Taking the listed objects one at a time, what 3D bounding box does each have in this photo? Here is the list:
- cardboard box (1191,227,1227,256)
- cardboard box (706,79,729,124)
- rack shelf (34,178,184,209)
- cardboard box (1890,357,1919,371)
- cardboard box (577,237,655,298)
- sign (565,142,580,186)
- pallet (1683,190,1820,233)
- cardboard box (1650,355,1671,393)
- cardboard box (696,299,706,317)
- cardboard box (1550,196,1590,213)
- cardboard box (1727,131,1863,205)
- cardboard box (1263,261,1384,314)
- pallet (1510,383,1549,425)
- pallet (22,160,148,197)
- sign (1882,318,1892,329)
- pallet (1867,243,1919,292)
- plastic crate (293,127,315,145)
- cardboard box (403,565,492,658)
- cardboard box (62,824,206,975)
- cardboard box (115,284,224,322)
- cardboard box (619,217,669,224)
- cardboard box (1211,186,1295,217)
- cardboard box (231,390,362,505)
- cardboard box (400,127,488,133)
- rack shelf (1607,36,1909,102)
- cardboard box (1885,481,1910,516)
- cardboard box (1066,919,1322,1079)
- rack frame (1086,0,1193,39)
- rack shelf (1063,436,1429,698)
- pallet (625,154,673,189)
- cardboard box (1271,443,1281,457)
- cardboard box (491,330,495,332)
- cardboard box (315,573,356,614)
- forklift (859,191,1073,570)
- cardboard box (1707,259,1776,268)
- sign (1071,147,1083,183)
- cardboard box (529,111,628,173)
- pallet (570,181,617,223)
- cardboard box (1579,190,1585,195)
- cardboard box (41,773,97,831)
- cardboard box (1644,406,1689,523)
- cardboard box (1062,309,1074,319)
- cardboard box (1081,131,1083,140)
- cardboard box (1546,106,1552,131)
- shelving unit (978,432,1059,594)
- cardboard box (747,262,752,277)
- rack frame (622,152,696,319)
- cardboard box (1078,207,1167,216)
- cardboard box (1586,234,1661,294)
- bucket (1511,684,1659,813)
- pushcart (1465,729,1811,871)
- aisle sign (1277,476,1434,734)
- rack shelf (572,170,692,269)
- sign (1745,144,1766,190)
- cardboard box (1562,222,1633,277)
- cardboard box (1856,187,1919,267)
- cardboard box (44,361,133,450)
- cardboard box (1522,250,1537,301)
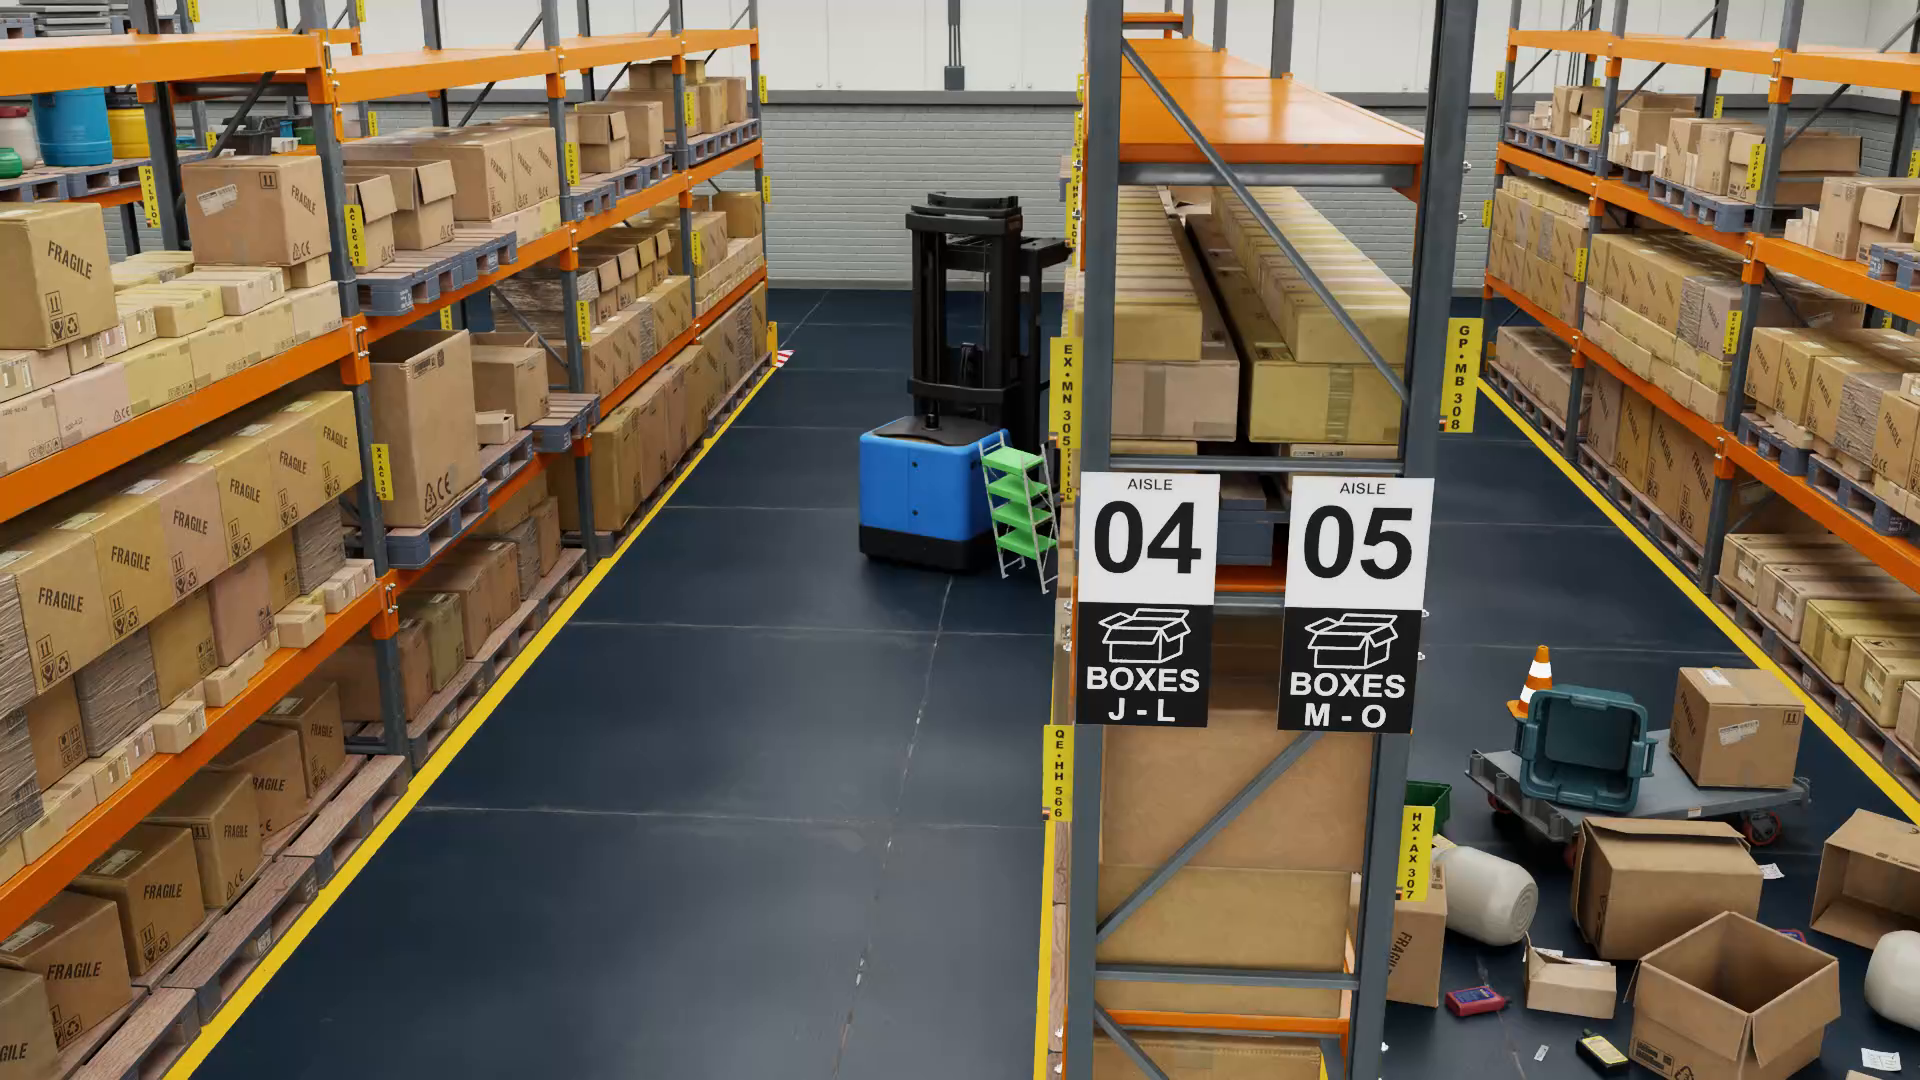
[{"bbox_3d":[1.319,-1.265,7.578,0.500,0.250,0.500,1,18,4],"label":"cardboard box"},{"bbox_3d":[-3.089,-5.093,19.335,0.700,0.500,0.500,1,18,2],"label":"cardboard box"},{"bbox_3d":[-8.315,-3.038,15.216,1.077,0.370,4.000,1,18,4],"label":"rack shelf"},{"bbox_3d":[6.550,-0.925,11.116,0.500,0.500,0.500,0,18,0],"label":"cardboard box"},{"bbox_3d":[-3.330,-2.578,15.702,0.797,0.503,0.637,1,18,5],"label":"cardboard box"},{"bbox_3d":[-2.977,-2.881,12.751,0.100,0.325,0.005,1,18,4],"label":"sign"},{"bbox_3d":[6.359,-2.538,12.839,1.213,0.211,1.003,2,18,6],"label":"pallet"},{"bbox_3d":[6.216,-1.408,14.144,0.500,0.250,0.500,1,18,3],"label":"cardboard box"},{"bbox_3d":[-2.879,-2.430,17.426,0.380,0.149,0.250,1,18,4],"label":"cardboard box"},{"bbox_3d":[6.512,-3.573,17.703,0.380,0.149,0.250,1,18,3],"label":"cardboard box"},{"bbox_3d":[6.242,-2.796,12.482,0.797,0.503,0.637,0,18,1],"label":"cardboard box"},{"bbox_3d":[1.245,-0.861,5.703,0.380,0.149,0.250,1,18,4],"label":"cardboard box"},{"bbox_3d":[6.870,-1.533,18.763,1.003,0.211,1.213,1,18,4],"label":"pallet"},{"bbox_3d":[-8.209,-3.313,15.204,1.003,0.211,1.213,1,18,4],"label":"pallet"},{"bbox_3d":[6.908,-1.505,12.467,0.100,0.325,0.005,1,18,4],"label":"sign"},{"bbox_3d":[6.301,-1.607,9.995,1.213,0.211,1.003,1,18,4],"label":"pallet"},{"bbox_3d":[-7.671,-4.830,19.870,0.450,0.188,0.336,1,18,4],"label":"plastic crate"},{"bbox_3d":[-3.647,0.487,11.429,0.700,0.500,0.500,0,18,-1],"label":"cardboard box"},{"bbox_3d":[-3.958,1.676,7.831,0.500,0.500,0.500,3,18,9],"label":"cardboard box"},{"bbox_3d":[-3.669,-1.091,7.719,0.380,0.149,0.250,2,18,6],"label":"cardboard box"},{"bbox_3d":[-3.425,-3.196,17.918,0.500,0.500,0.500,1,18,4],"label":"cardboard box"},{"bbox_3d":[1.426,-1.650,8.111,0.380,0.149,0.250,1,18,3],"label":"cardboard box"},{"bbox_3d":[-3.563,-0.499,8.884,0.500,0.500,0.500,1,18,4],"label":"cardboard box"},{"bbox_3d":[-3.809,-2.793,12.349,0.500,0.500,0.500,1,18,4],"label":"cardboard box"},{"bbox_3d":[6.509,-3.942,13.798,1.077,0.370,4.000,1,18,4],"label":"rack shelf"},{"bbox_3d":[5.875,-0.247,10.089,0.380,0.149,0.250,1,18,4],"label":"cardboard box"},{"bbox_3d":[0.831,2.002,6.234,0.875,0.875,0.875,1,18,4],"label":"cardboard box"},{"bbox_3d":[1.708,-5.174,15.761,1.000,3.000,0.127,1,18,4],"label":"rack frame"},{"bbox_3d":[0.991,-0.301,6.862,1.077,0.370,4.000,1,18,4],"label":"rack shelf"},{"bbox_3d":[-3.248,-3.514,15.819,0.805,0.209,1.217,1,18,2],"label":"pallet"},{"bbox_3d":[1.210,-0.328,5.357,0.380,0.149,0.250,1,18,4],"label":"cardboard box"},{"bbox_3d":[-3.689,-1.584,14.279,0.500,0.500,0.500,1,18,3],"label":"cardboard box"},{"bbox_3d":[-3.555,0.290,9.125,0.380,0.149,0.250,1,18,4],"label":"cardboard box"},{"bbox_3d":[0.304,-1.565,14.491,1.130,2.935,3.031,10,20,27],"label":"forklift"},{"bbox_3d":[6.763,-2.143,14.380,0.500,0.500,0.500,2,18,5],"label":"cardboard box"},{"bbox_3d":[0.880,-2.765,12.395,0.100,0.325,0.005,1,18,4],"label":"sign"},{"bbox_3d":[-3.393,-3.532,14.727,0.797,0.503,0.637,1,18,3],"label":"cardboard box"},{"bbox_3d":[-3.525,-2.760,13.514,1.213,0.211,1.003,2,18,6],"label":"pallet"},{"bbox_3d":[7.077,-3.804,18.406,0.380,0.149,0.250,2,18,5],"label":"cardboard box"},{"bbox_3d":[-3.767,1.065,6.758,0.380,0.149,0.250,1,18,4],"label":"cardboard box"},{"bbox_3d":[6.566,-0.681,14.422,0.875,0.875,0.875,2,18,5],"label":"cardboard box"},{"bbox_3d":[1.054,-1.848,14.020,0.380,0.149,0.250,2,18,6],"label":"cardboard box"},{"bbox_3d":[1.466,-3.520,14.692,0.797,0.503,0.637,1,18,3],"label":"cardboard box"},{"bbox_3d":[6.782,-4.653,18.296,0.500,0.311,0.500,2,18,5],"label":"cardboard box"},{"bbox_3d":[0.493,-0.213,13.094,0.258,1.200,0.503,-28,31,-31],"label":"shelving unit"},{"bbox_3d":[-2.697,-3.234,19.878,0.380,0.149,0.250,2,18,5],"label":"cardboard box"},{"bbox_3d":[-3.232,-2.465,17.129,1.000,3.000,0.127,1,18,4],"label":"rack frame"},{"bbox_3d":[0.698,-1.348,7.191,0.380,0.149,0.250,1,18,5],"label":"cardboard box"},{"bbox_3d":[6.334,-2.636,15.885,0.500,0.500,0.500,1,18,5],"label":"cardboard box"},{"bbox_3d":[3.424,1.089,9.100,0.726,0.611,0.620,8,10,23],"label":"bucket"},{"bbox_3d":[3.801,1.451,9.388,1.648,0.377,0.936,-5,19,-15],"label":"pushcart"},{"bbox_3d":[1.142,0.197,4.829,0.394,0.787,0.004,1,18,4],"label":"aisle sign"},{"bbox_3d":[-3.375,-2.928,14.878,1.077,0.370,4.000,1,18,4],"label":"rack shelf"},{"bbox_3d":[5.813,-2.725,12.148,0.100,0.325,0.005,1,18,4],"label":"sign"},{"bbox_3d":[6.411,-2.919,16.749,0.500,0.500,0.500,1,18,3],"label":"cardboard box"},{"bbox_3d":[6.285,-2.002,10.732,0.797,0.503,0.637,1,18,4],"label":"cardboard box"},{"bbox_3d":[-3.729,-0.550,6.709,0.500,0.250,0.500,1,18,4],"label":"cardboard box"},{"bbox_3d":[6.537,-2.920,18.356,0.500,0.500,0.500,2,18,6],"label":"cardboard box"}]
